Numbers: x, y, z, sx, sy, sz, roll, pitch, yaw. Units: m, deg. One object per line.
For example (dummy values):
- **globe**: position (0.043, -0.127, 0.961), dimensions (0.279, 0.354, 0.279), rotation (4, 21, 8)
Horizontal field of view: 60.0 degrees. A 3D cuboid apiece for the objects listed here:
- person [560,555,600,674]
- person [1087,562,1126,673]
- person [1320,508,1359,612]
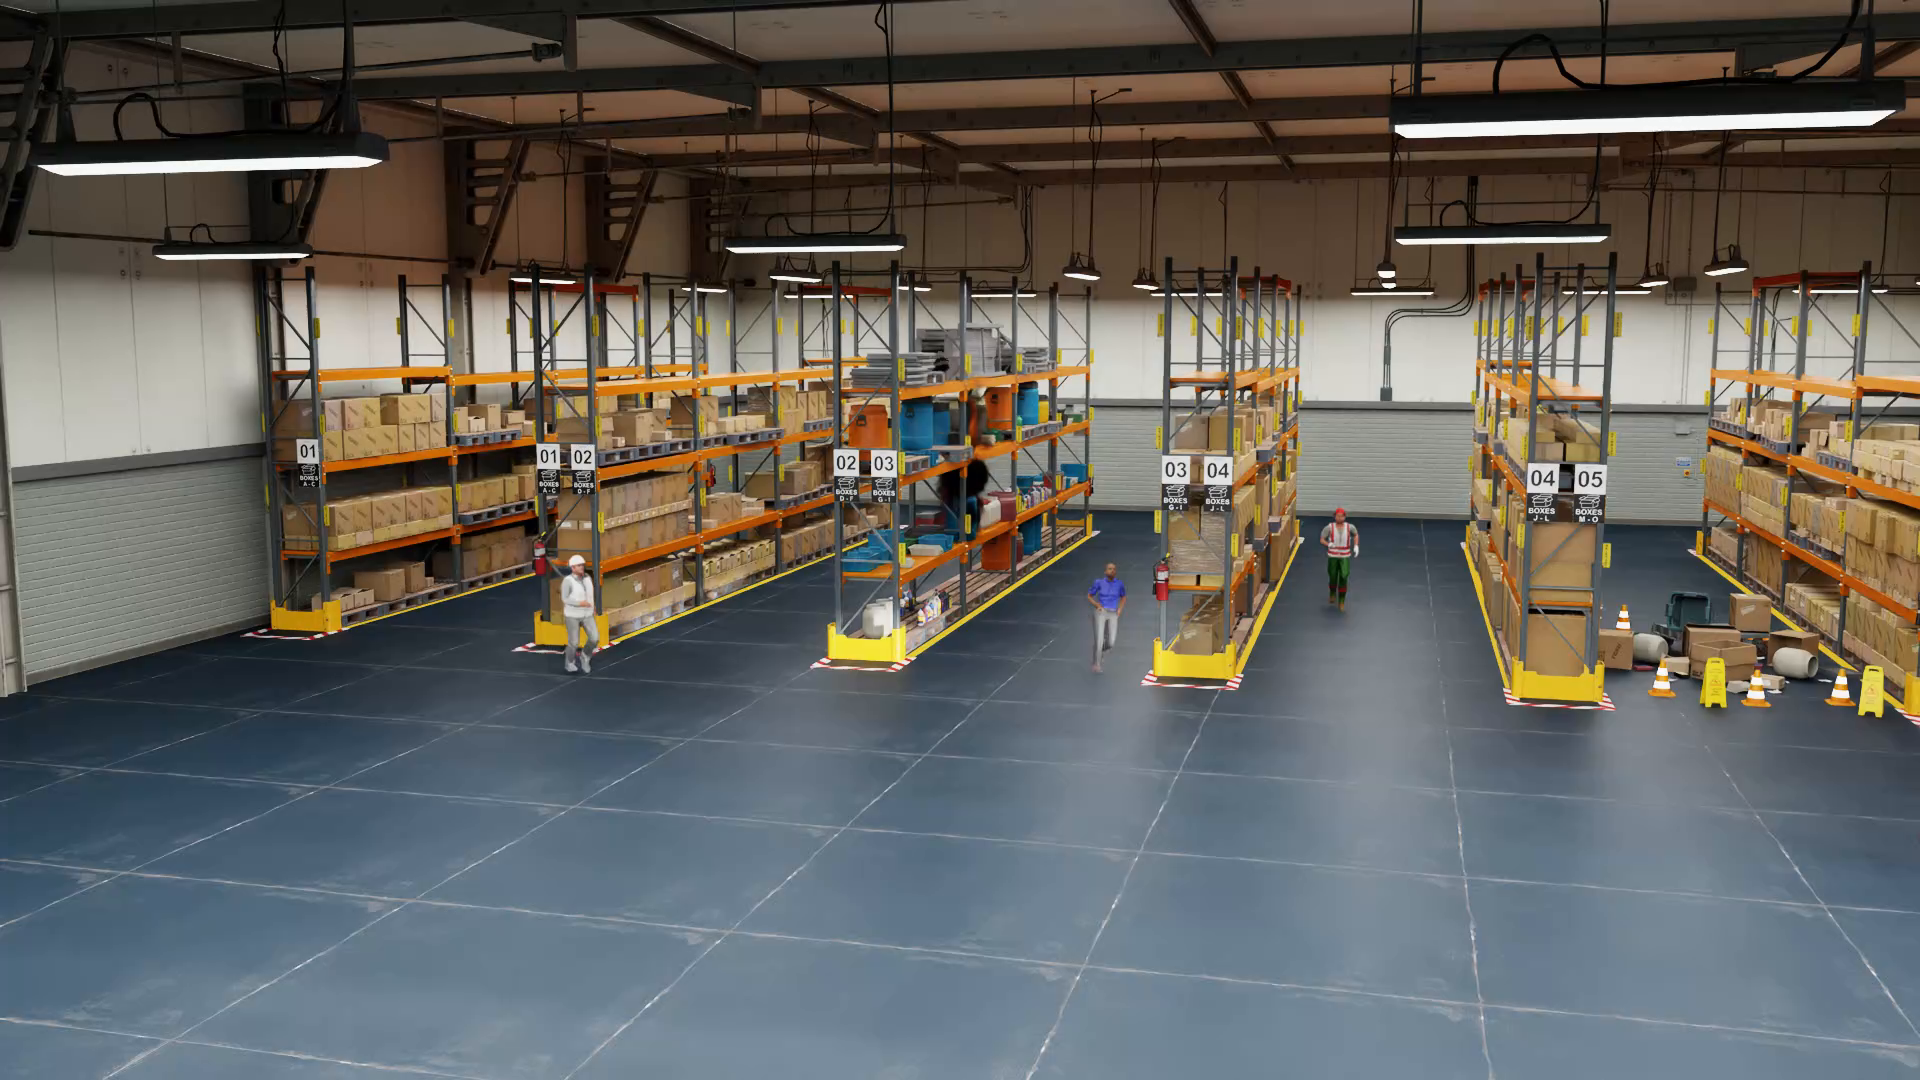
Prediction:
- **person**: position (-5.483, 1.086, 24.044), dimensions (0.625, 1.758, 0.768), rotation (-7, 10, -43)
- **person**: position (2.146, 1.123, 24.203), dimensions (0.601, 1.603, 0.564), rotation (-1, 7, -7)
- **person**: position (6.803, 0.328, 29.855), dimensions (0.684, 1.829, 0.854), rotation (1, 7, 10)
